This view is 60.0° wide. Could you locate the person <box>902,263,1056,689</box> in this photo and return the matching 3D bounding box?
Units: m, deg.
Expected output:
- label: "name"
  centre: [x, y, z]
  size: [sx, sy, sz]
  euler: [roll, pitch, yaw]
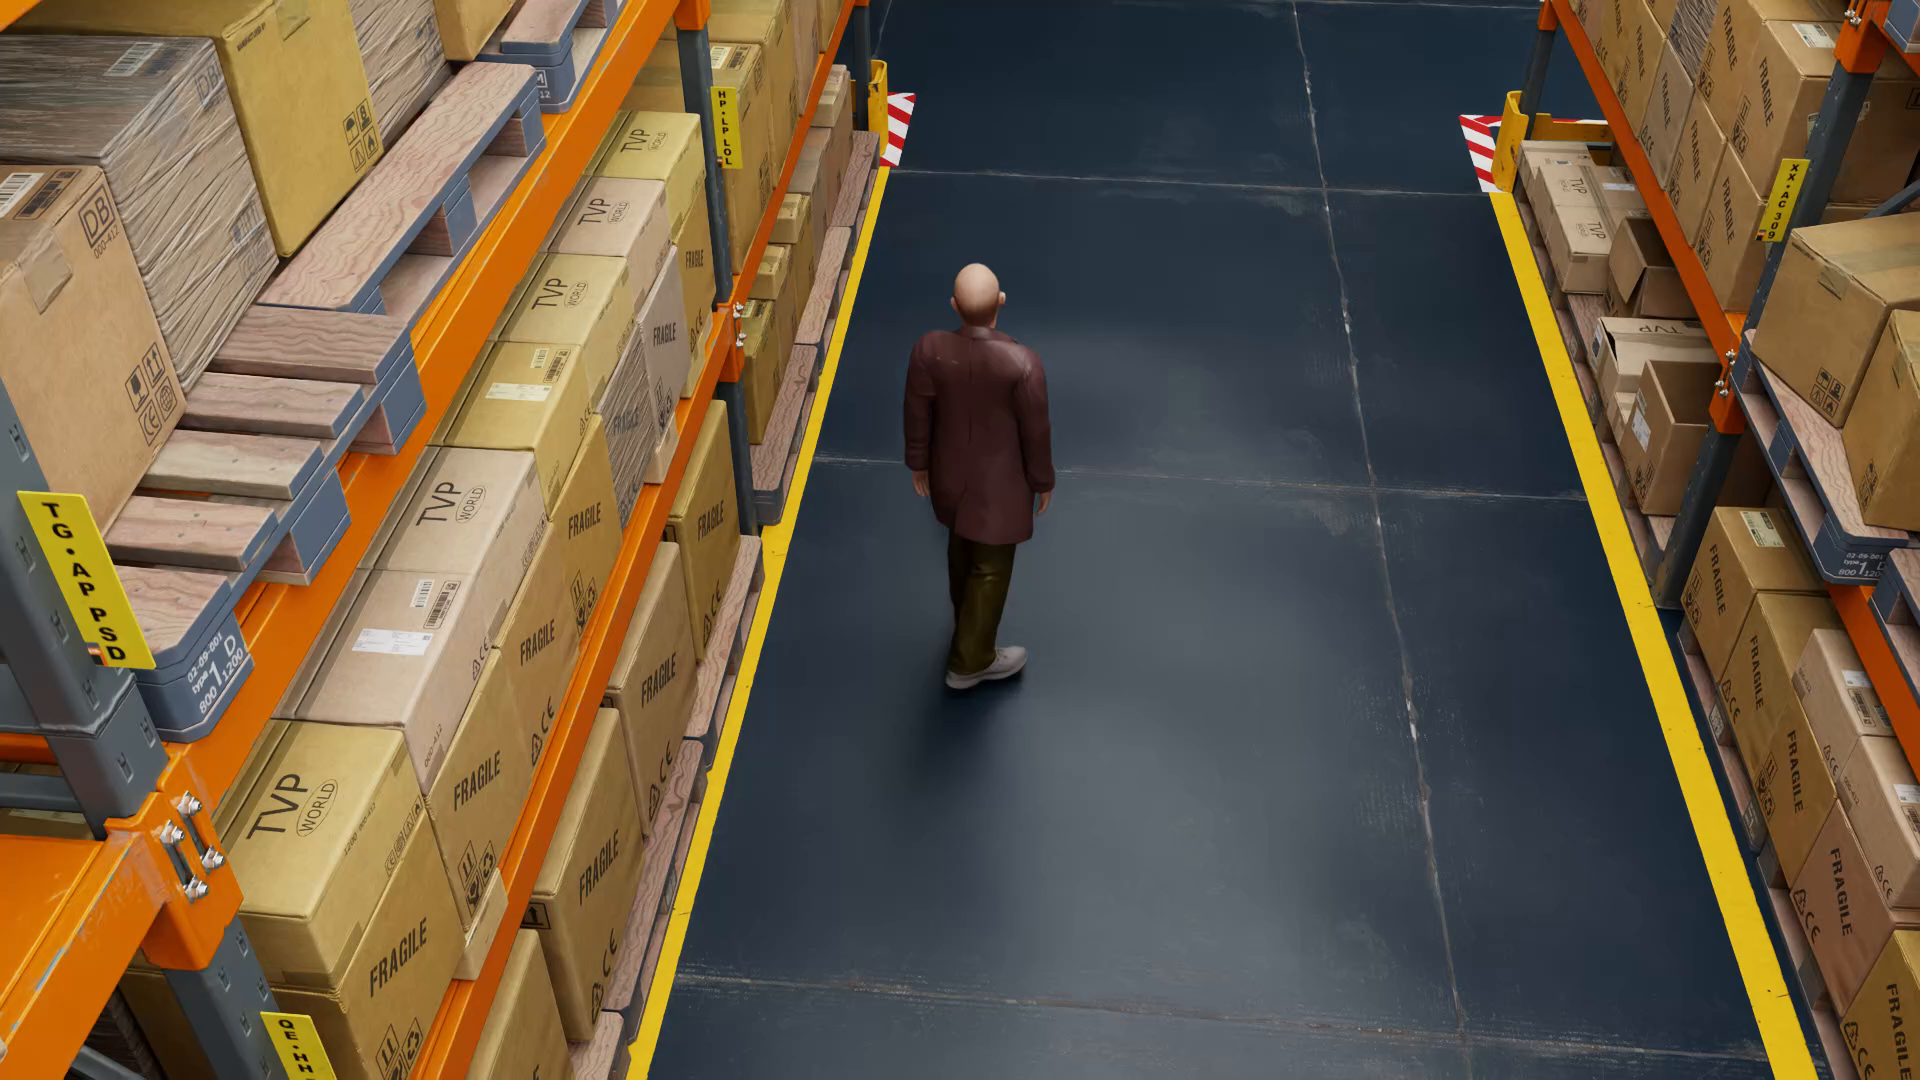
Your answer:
- label: "person"
  centre: [0.073, -0.250, 6.464]
  size: [0.608, 1.777, 0.681]
  euler: [17, 42, 19]
